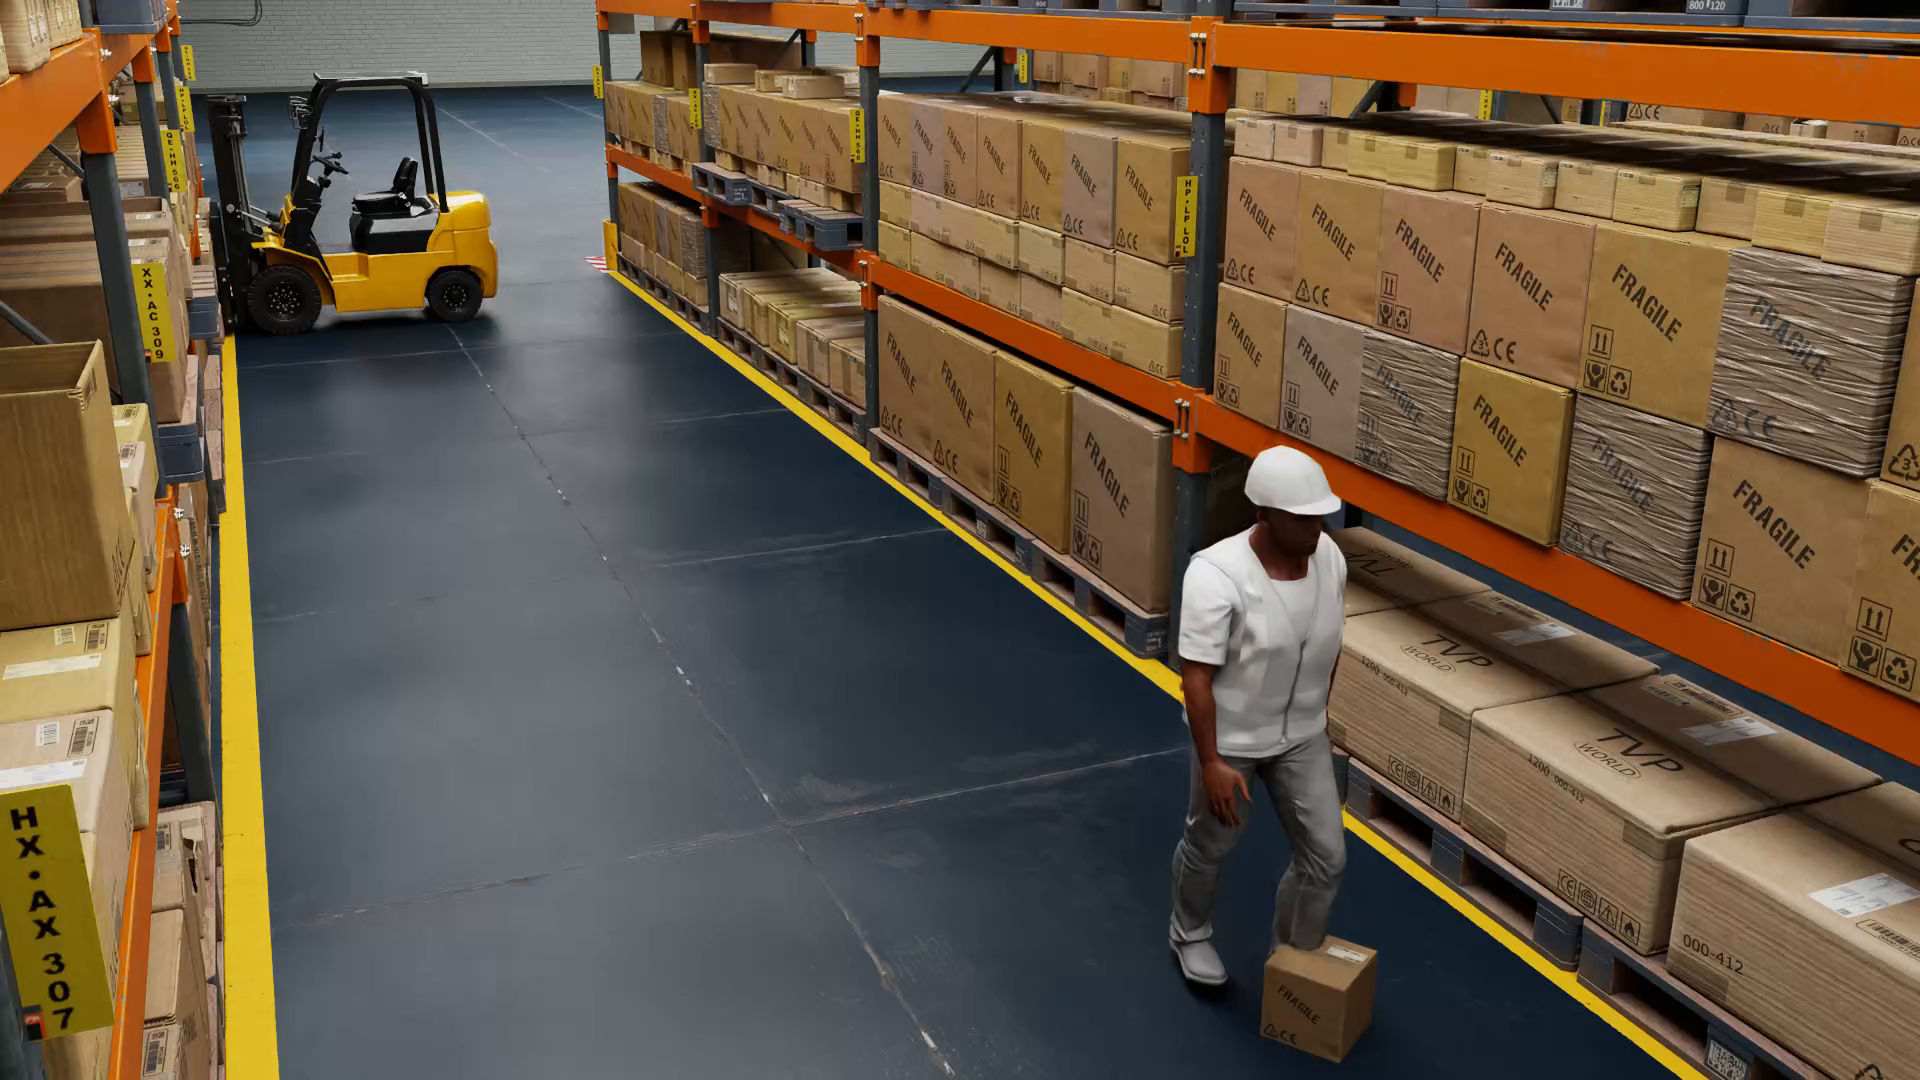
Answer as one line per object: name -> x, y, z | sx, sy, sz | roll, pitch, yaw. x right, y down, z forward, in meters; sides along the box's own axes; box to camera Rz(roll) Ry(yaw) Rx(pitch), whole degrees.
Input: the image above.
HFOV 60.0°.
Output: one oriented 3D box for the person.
person -> 0.866, 0.594, 4.854 | 0.593, 1.831, 0.624 | -8, 20, -21
